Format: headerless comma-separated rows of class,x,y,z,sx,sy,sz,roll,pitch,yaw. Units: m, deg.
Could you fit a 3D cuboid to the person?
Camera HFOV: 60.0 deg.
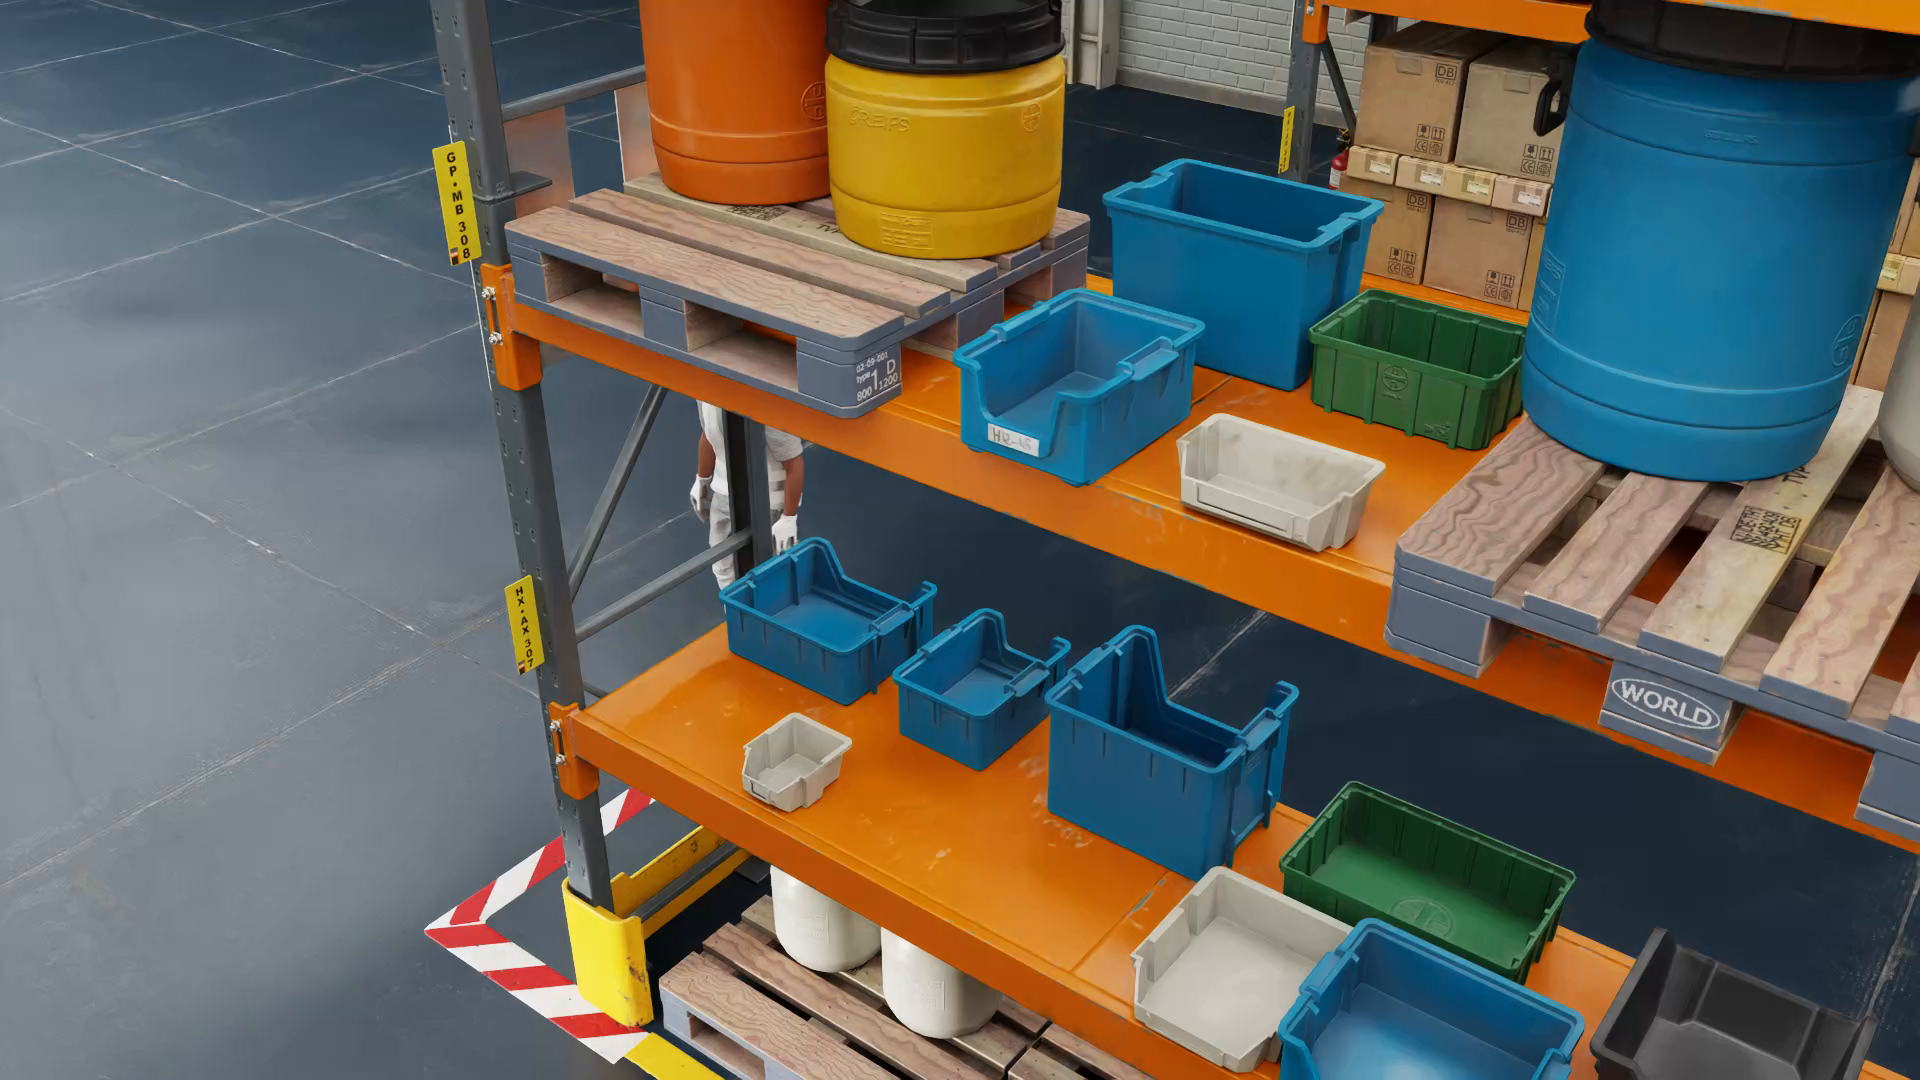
person,-0.945,-0.164,7.397,0.617,1.775,0.446,23,38,33
